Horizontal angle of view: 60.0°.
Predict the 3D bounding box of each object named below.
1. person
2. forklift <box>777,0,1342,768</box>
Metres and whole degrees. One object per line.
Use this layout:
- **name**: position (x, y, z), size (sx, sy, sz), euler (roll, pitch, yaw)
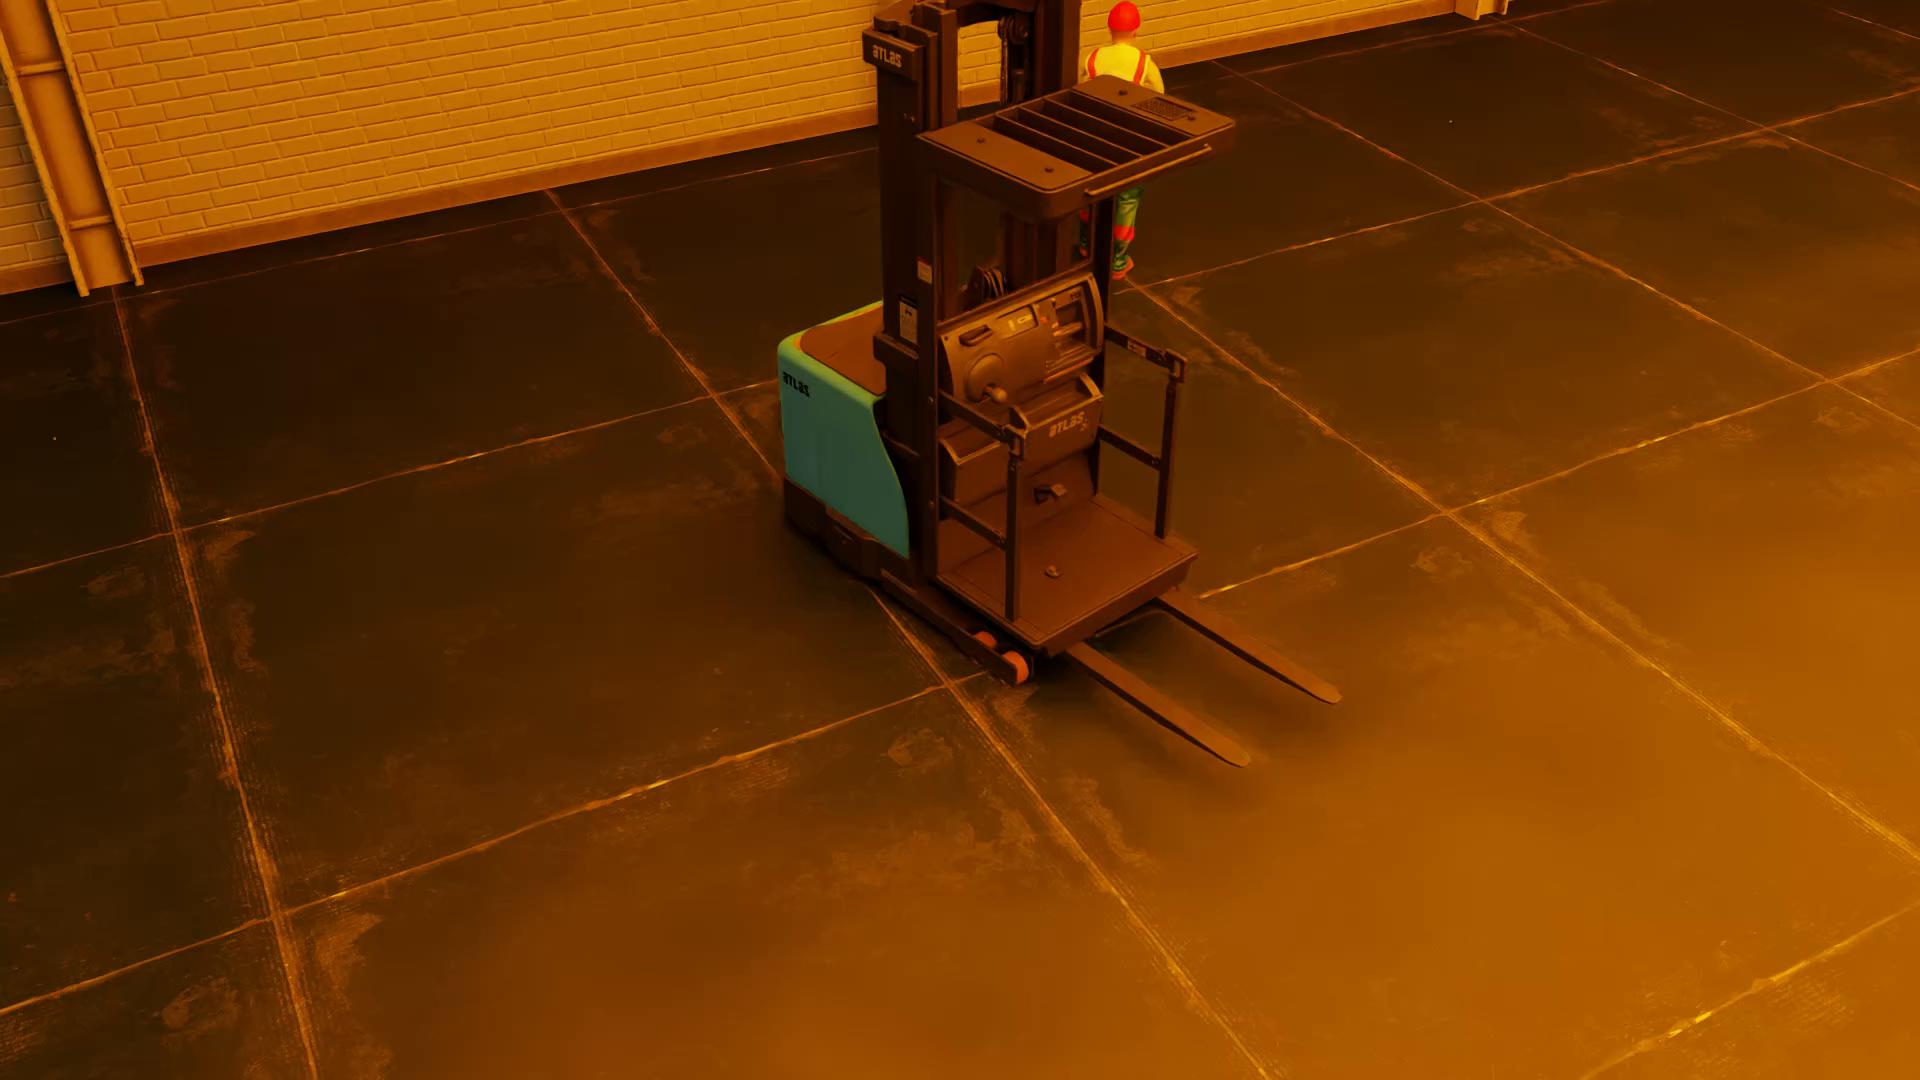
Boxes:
- **person**: position (1.038, -2.604, 10.845), size (0.624, 1.806, 0.535), euler (12, 37, 16)
- **forklift**: position (0.430, -0.849, 7.324), size (1.130, 2.935, 3.031), euler (-27, 43, -33)
